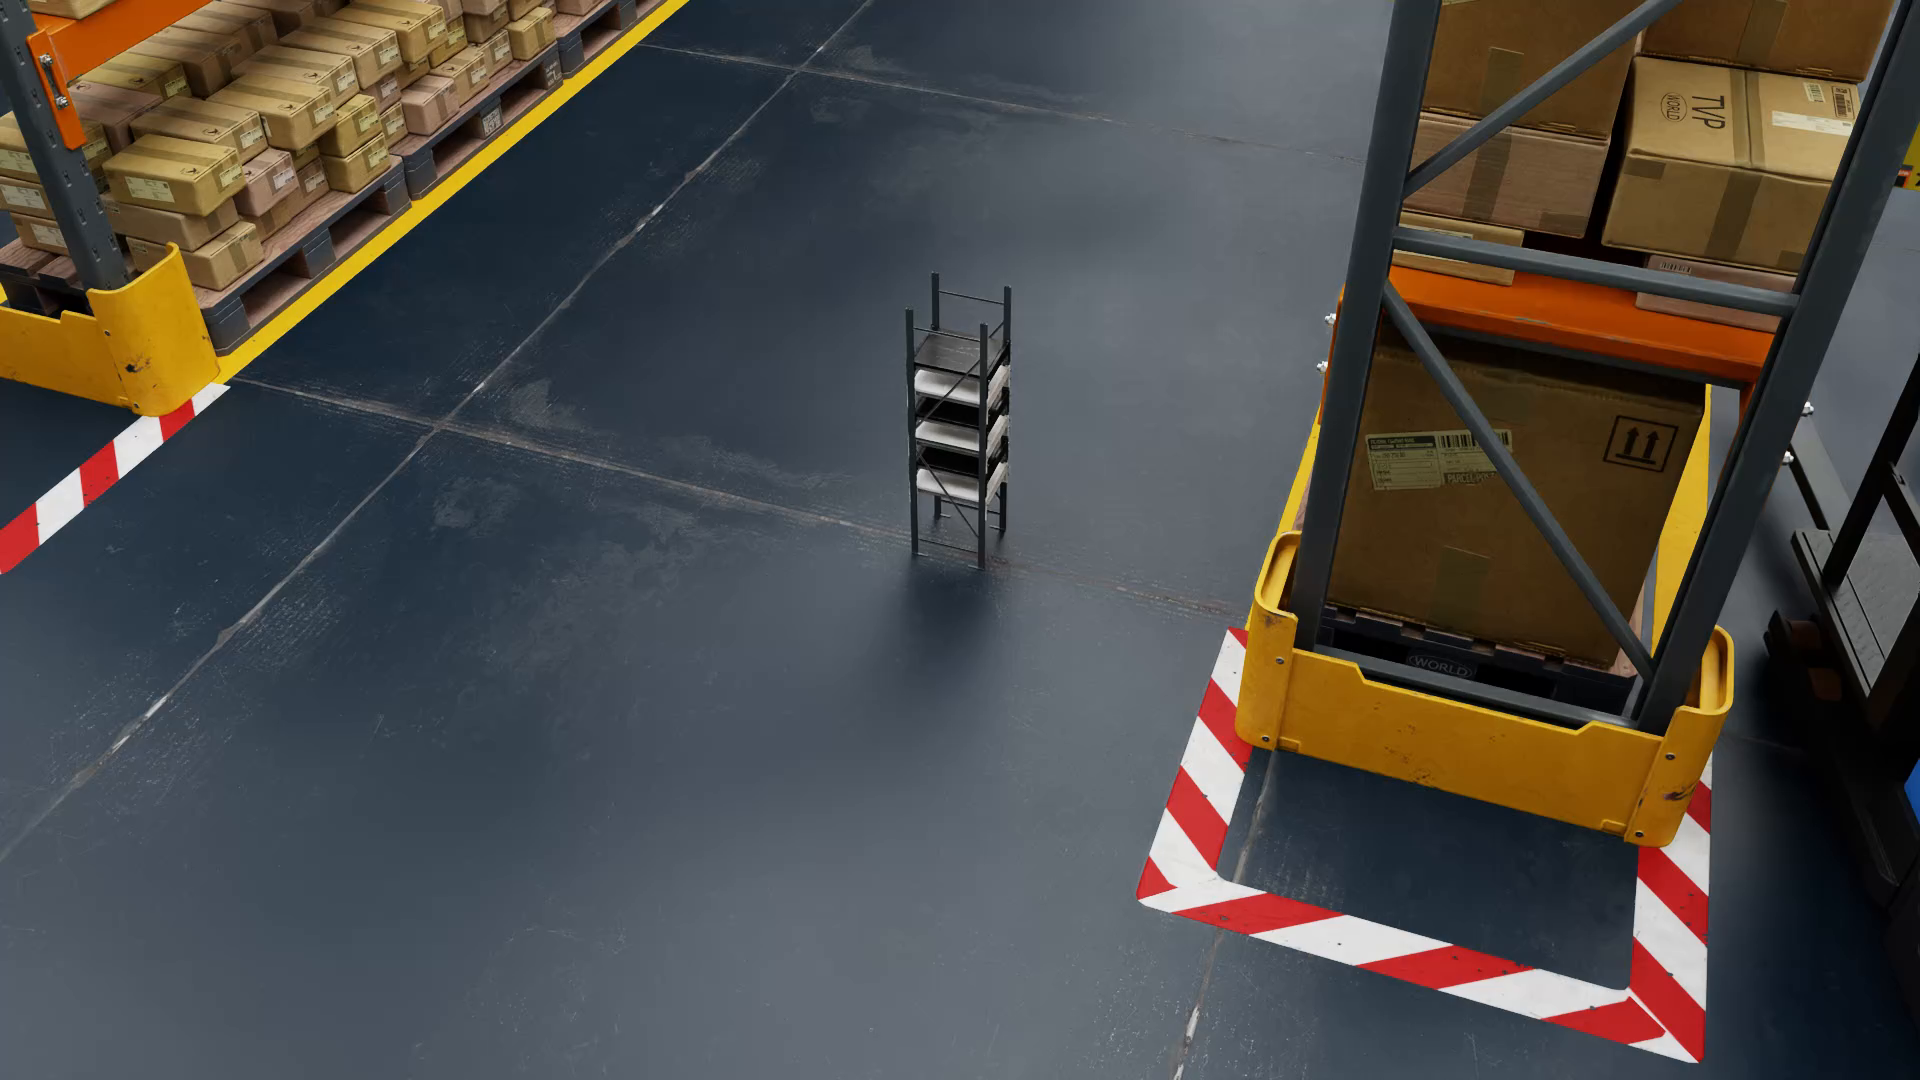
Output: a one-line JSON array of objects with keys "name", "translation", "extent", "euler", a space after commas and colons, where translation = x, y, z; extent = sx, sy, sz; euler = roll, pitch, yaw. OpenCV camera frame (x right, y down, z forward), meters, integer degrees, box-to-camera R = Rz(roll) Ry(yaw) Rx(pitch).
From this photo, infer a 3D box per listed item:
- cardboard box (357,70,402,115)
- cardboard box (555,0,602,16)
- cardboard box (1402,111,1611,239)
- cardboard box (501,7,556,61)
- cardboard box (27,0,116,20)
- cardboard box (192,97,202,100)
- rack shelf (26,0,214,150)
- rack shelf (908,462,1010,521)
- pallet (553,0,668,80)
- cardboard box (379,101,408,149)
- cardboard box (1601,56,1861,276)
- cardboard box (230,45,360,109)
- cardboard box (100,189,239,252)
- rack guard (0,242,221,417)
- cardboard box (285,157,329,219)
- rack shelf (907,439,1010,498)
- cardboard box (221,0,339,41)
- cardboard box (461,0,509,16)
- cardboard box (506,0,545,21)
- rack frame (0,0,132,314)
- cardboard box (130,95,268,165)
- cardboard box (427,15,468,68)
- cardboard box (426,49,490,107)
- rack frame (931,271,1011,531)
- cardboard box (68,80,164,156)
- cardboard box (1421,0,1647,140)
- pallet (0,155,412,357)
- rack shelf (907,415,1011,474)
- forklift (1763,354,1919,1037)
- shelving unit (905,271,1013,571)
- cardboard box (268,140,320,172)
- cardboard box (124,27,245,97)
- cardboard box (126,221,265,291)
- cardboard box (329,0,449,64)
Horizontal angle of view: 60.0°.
[{"name": "cardboard box", "translation": [-2.505, -1.831, 6.729], "extent": [0.380, 0.149, 0.250], "euler": [11, 42, 13]}, {"name": "cardboard box", "translation": [-1.907, -2.626, 7.890], "extent": [0.380, 0.149, 0.250], "euler": [12, 42, 14]}, {"name": "cardboard box", "translation": [1.279, -0.989, 3.985], "extent": [0.500, 0.250, 0.500], "euler": [13, 42, 14]}, {"name": "cardboard box", "translation": [-2.064, -2.310, 7.519], "extent": [0.380, 0.149, 0.250], "euler": [13, 42, 15]}, {"name": "cardboard box", "translation": [-2.845, -1.770, 5.208], "extent": [0.380, 0.149, 0.250], "euler": [13, 42, 15]}, {"name": "cardboard box", "translation": [-3.175, -1.632, 6.496], "extent": [0.380, 0.149, 0.250], "euler": [12, 42, 13]}, {"name": "rack shelf", "translation": [-2.580, -2.687, 6.643], "extent": [1.077, 0.370, 4.000], "euler": [13, 42, 15]}, {"name": "rack shelf", "translation": [-0.003, -0.175, 5.091], "extent": [0.258, 0.077, 0.200], "euler": [13, 42, 15]}, {"name": "pallet", "translation": [-2.092, -2.703, 8.255], "extent": [1.003, 0.211, 1.213], "euler": [13, 42, 15]}, {"name": "cardboard box", "translation": [-2.505, -1.704, 6.809], "extent": [0.380, 0.149, 0.250], "euler": [13, 42, 15]}, {"name": "cardboard box", "translation": [1.781, -0.868, 3.842], "extent": [0.500, 0.250, 0.500], "euler": [12, 42, 14]}, {"name": "cardboard box", "translation": [-2.571, -1.777, 6.436], "extent": [0.380, 0.149, 0.250], "euler": [11, 42, 13]}, {"name": "cardboard box", "translation": [-2.843, -1.192, 5.980], "extent": [0.380, 0.149, 0.250], "euler": [15, 43, 17]}, {"name": "rack guard", "translation": [-3.238, -0.837, 5.845], "extent": [1.175, 0.500, 0.348], "euler": [13, 42, 15]}, {"name": "cardboard box", "translation": [-2.693, -1.396, 6.448], "extent": [0.380, 0.149, 0.250], "euler": [14, 42, 16]}, {"name": "rack shelf", "translation": [-0.003, -0.244, 5.032], "extent": [0.258, 0.077, 0.200], "euler": [13, 42, 15]}, {"name": "cardboard box", "translation": [-2.830, -2.205, 6.938], "extent": [0.380, 0.149, 0.250], "euler": [12, 42, 14]}, {"name": "cardboard box", "translation": [-2.150, -2.396, 7.162], "extent": [0.380, 0.149, 0.250], "euler": [12, 42, 14]}, {"name": "cardboard box", "translation": [-2.108, -2.481, 7.490], "extent": [0.380, 0.149, 0.250], "euler": [14, 43, 16]}, {"name": "rack frame", "translation": [-3.264, -1.741, 4.980], "extent": [1.000, 3.000, 0.127], "euler": [13, 42, 15]}, {"name": "cardboard box", "translation": [-2.784, -1.482, 6.090], "extent": [0.380, 0.149, 0.250], "euler": [14, 42, 16]}, {"name": "cardboard box", "translation": [-2.349, -2.168, 7.124], "extent": [0.380, 0.149, 0.250], "euler": [15, 43, 17]}, {"name": "cardboard box", "translation": [-2.267, -2.011, 7.169], "extent": [0.380, 0.149, 0.250], "euler": [13, 42, 15]}, {"name": "rack frame", "translation": [0.032, -0.399, 5.025], "extent": [0.240, 0.900, 0.006], "euler": [13, 42, 15]}, {"name": "cardboard box", "translation": [-3.181, -1.562, 6.185], "extent": [0.380, 0.149, 0.250], "euler": [14, 42, 16]}, {"name": "cardboard box", "translation": [1.282, -1.276, 3.743], "extent": [0.500, 0.500, 0.500], "euler": [14, 42, 16]}, {"name": "pallet", "translation": [-2.927, -1.214, 6.511], "extent": [1.003, 0.211, 1.213], "euler": [13, 42, 15]}, {"name": "rack shelf", "translation": [-0.003, -0.312, 4.974], "extent": [0.258, 0.077, 0.200], "euler": [13, 42, 15]}, {"name": "forklift", "translation": [2.862, -0.533, 3.616], "extent": [1.130, 2.935, 3.031], "euler": [4, 41, 5]}, {"name": "shelving unit", "translation": [-0.003, -0.337, 4.952], "extent": [0.258, 0.900, 0.210], "euler": [13, 42, 15]}, {"name": "cardboard box", "translation": [-2.696, -1.516, 6.359], "extent": [0.380, 0.149, 0.250], "euler": [14, 42, 16]}, {"name": "cardboard box", "translation": [-3.064, -1.892, 6.572], "extent": [0.380, 0.149, 0.250], "euler": [12, 42, 13]}, {"name": "cardboard box", "translation": [-2.784, -1.065, 6.060], "extent": [0.380, 0.149, 0.250], "euler": [14, 42, 16]}, {"name": "cardboard box", "translation": [-2.334, -2.094, 6.808], "extent": [0.380, 0.149, 0.250], "euler": [14, 42, 16]}]
